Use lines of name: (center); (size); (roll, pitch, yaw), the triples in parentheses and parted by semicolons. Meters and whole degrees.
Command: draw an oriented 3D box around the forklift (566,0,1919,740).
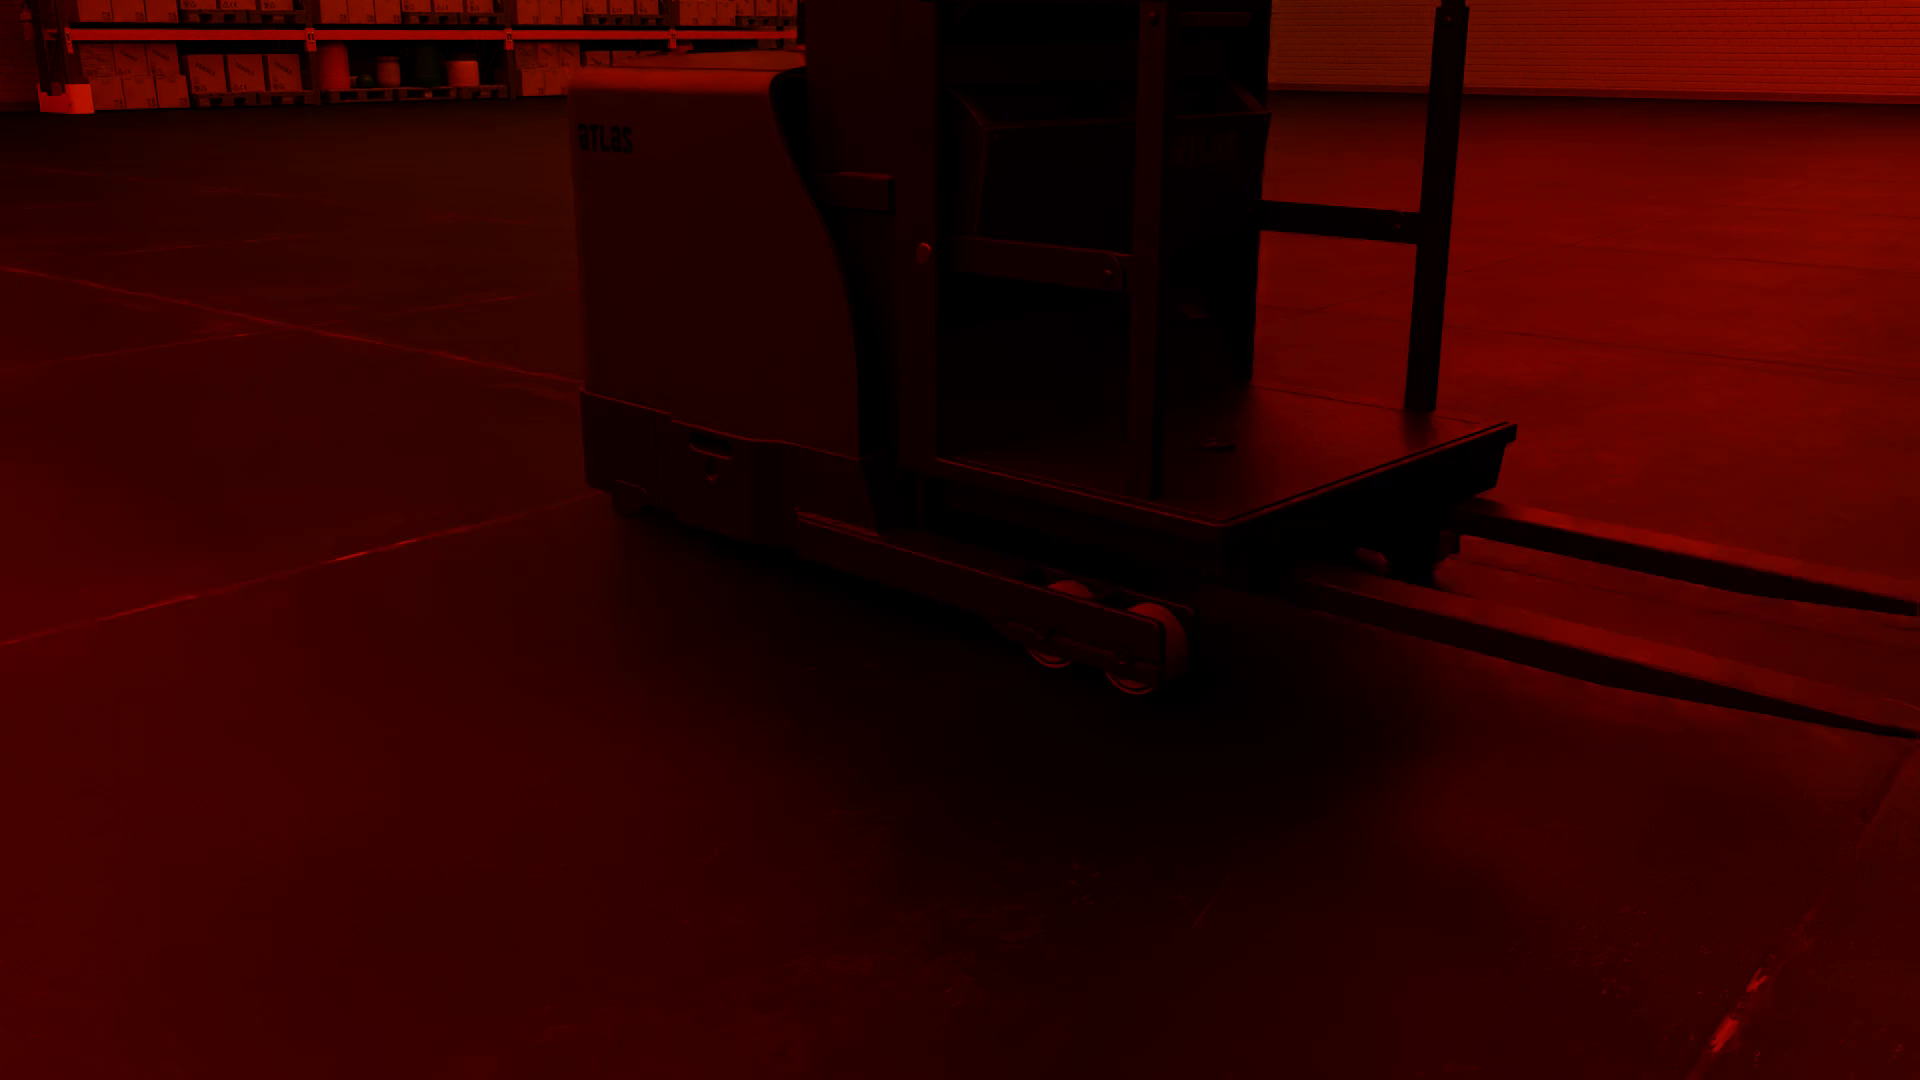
forklift: (0.473, -1.291, 3.149); (3.031, 2.935, 1.130); (15, 23, 41)
